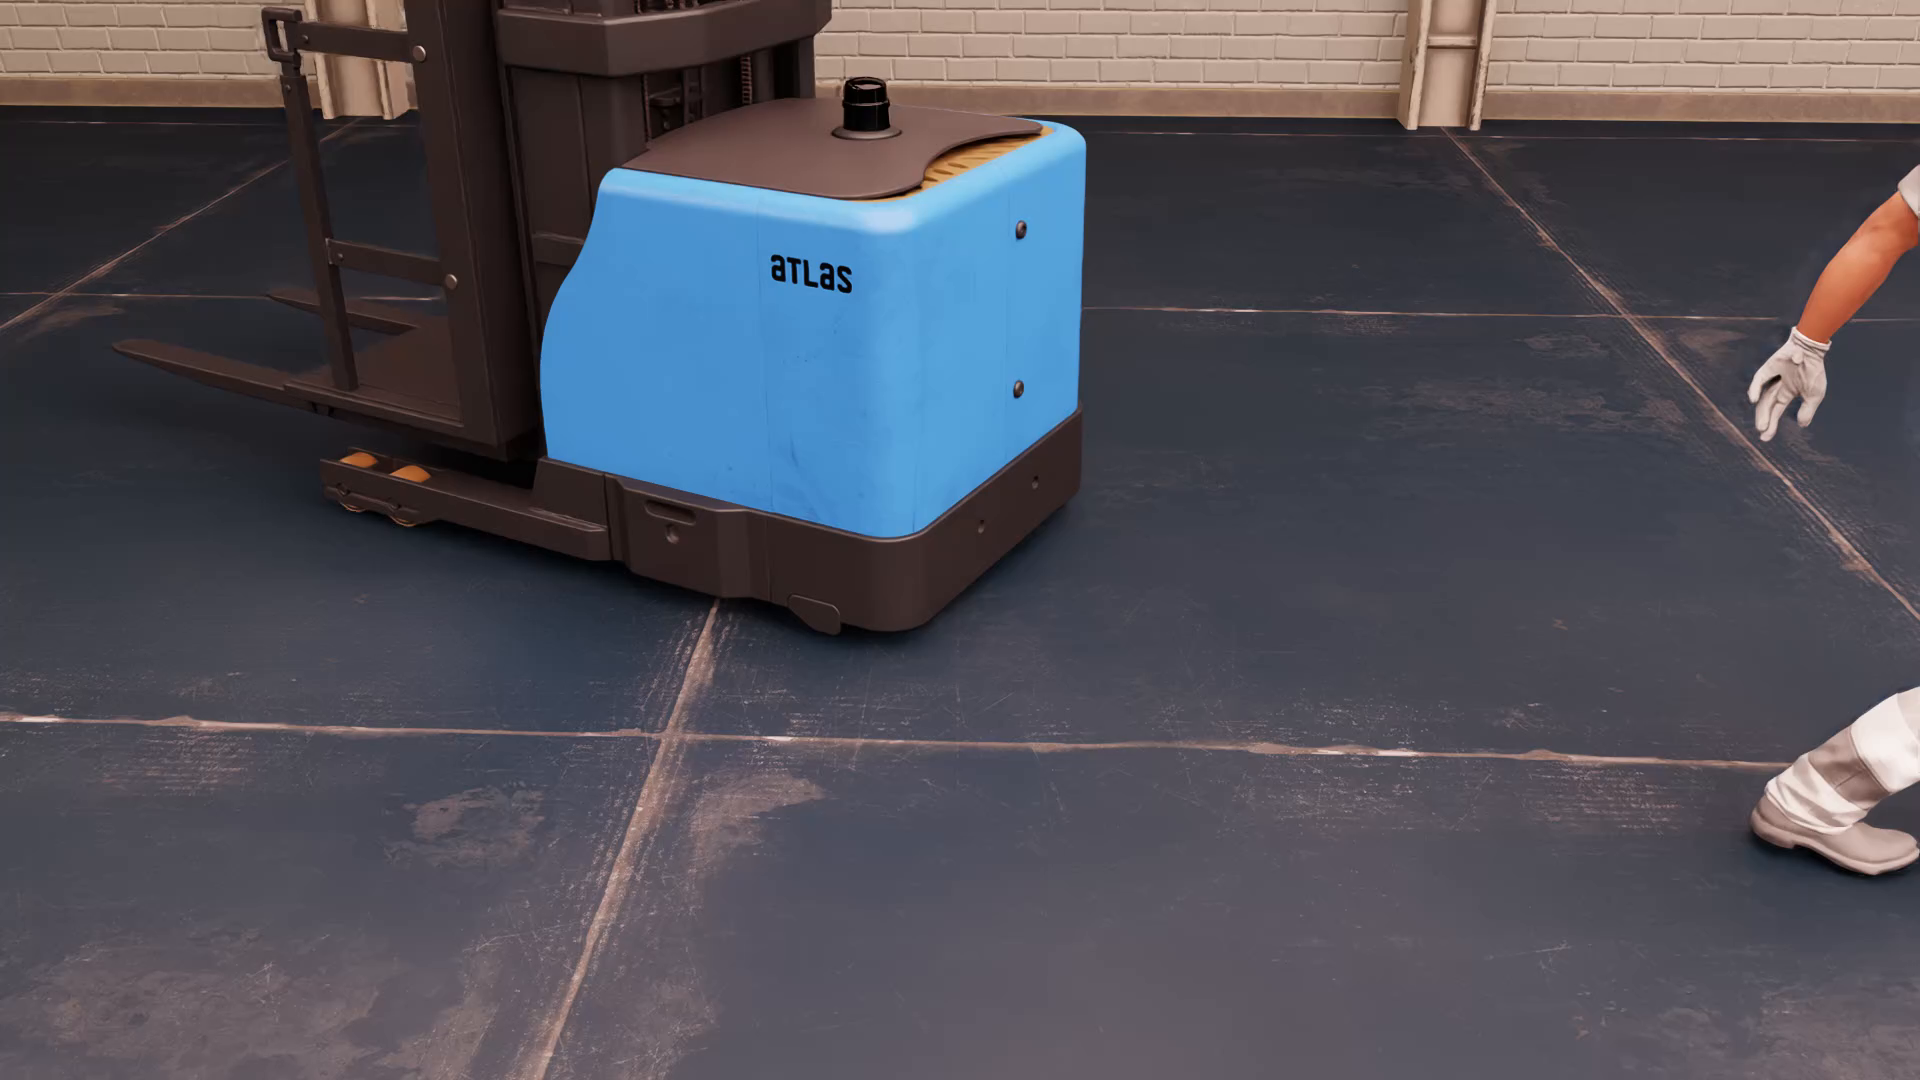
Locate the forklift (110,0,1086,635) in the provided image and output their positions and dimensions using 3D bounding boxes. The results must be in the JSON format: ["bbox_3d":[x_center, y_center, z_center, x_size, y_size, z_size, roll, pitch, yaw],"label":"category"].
[{"bbox_3d":[-1.205,-1.540,4.330,3.031,2.935,1.130,14,29,25],"label":"forklift"}]

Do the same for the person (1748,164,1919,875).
[{"bbox_3d":[1.929,-0.131,2.881,0.986,1.713,0.560,4,27,8],"label":"person"}]
